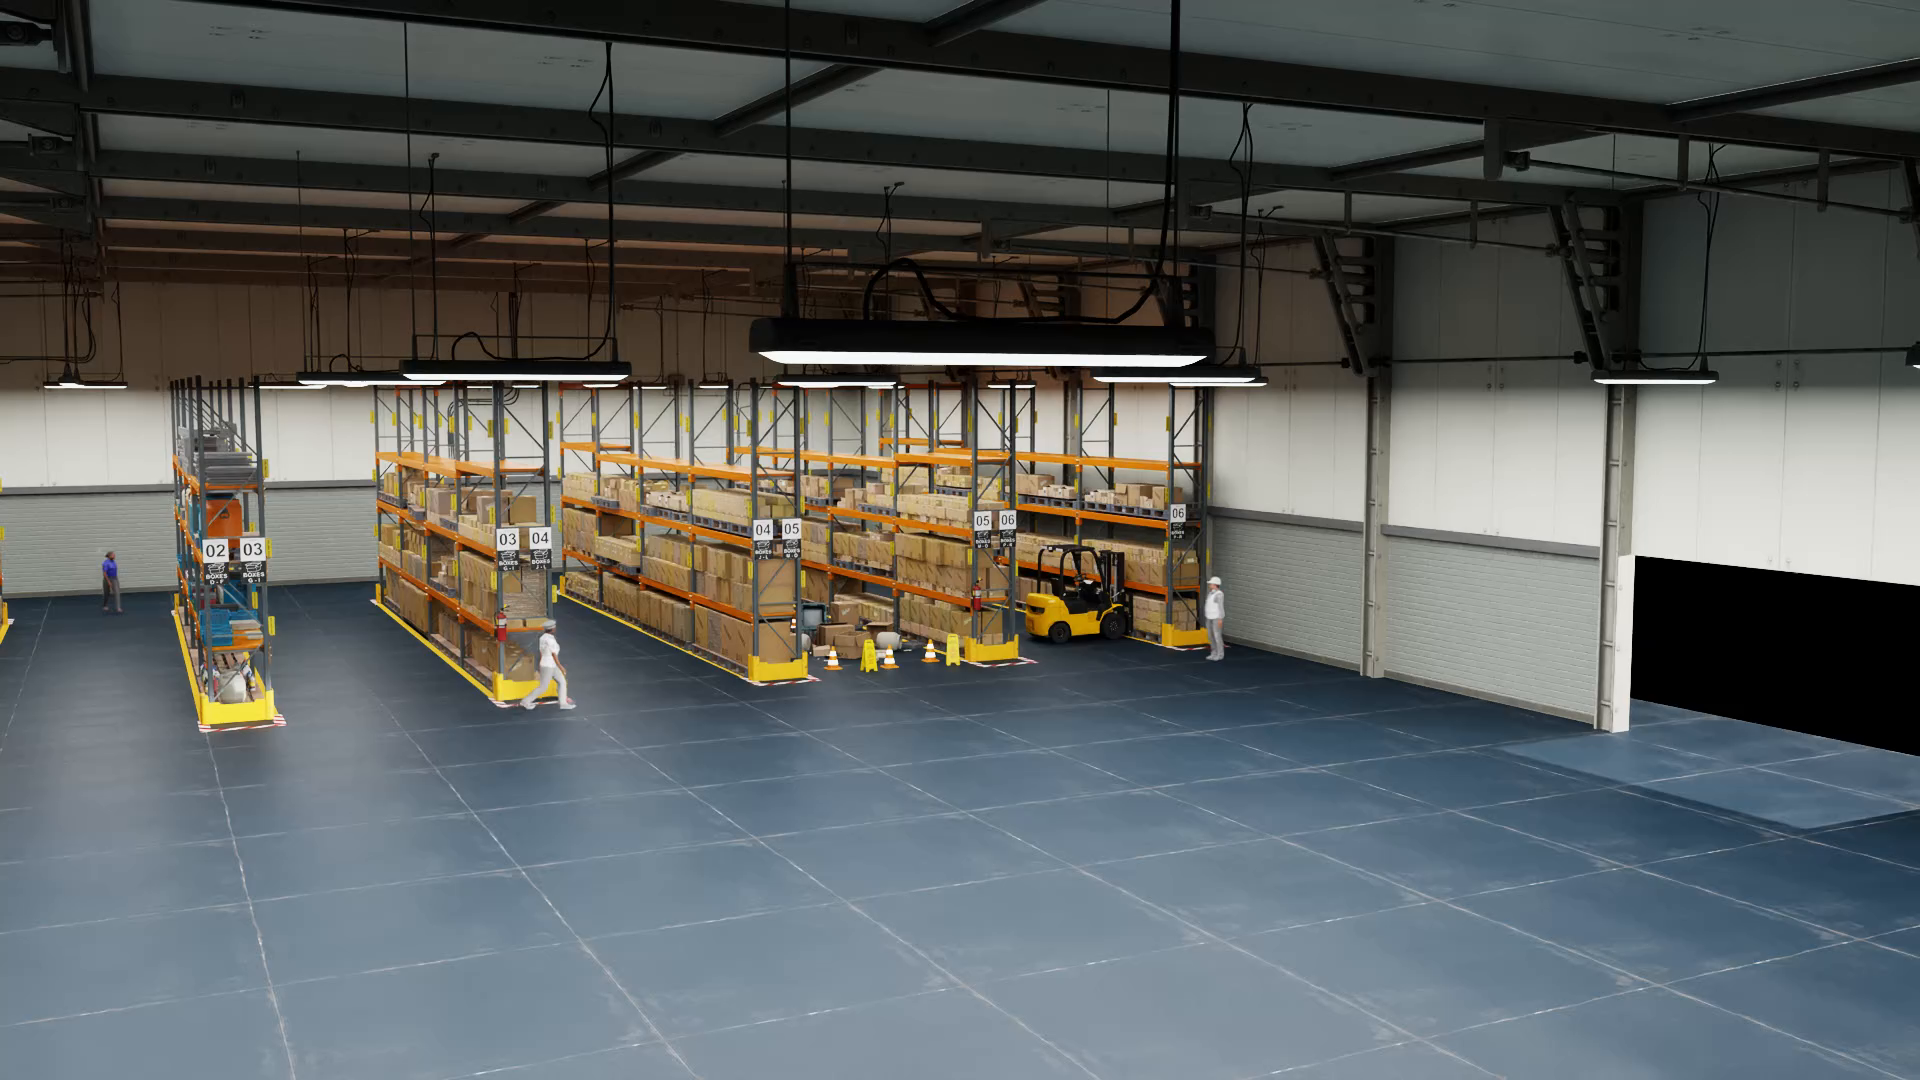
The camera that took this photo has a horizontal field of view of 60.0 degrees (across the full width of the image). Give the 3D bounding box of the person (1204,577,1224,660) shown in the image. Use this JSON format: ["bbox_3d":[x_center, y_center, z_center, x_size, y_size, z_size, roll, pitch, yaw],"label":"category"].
[{"bbox_3d":[5.446,1.688,35.543,0.398,1.811,0.630,-2,5,-22],"label":"person"}]

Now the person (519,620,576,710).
[{"bbox_3d":[-7.407,2.256,29.822,0.972,1.623,0.422,-1,5,-10],"label":"person"}]

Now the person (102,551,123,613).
[{"bbox_3d":[-21.986,1.080,43.039,0.388,1.612,0.975,-4,7,-40],"label":"person"}]
